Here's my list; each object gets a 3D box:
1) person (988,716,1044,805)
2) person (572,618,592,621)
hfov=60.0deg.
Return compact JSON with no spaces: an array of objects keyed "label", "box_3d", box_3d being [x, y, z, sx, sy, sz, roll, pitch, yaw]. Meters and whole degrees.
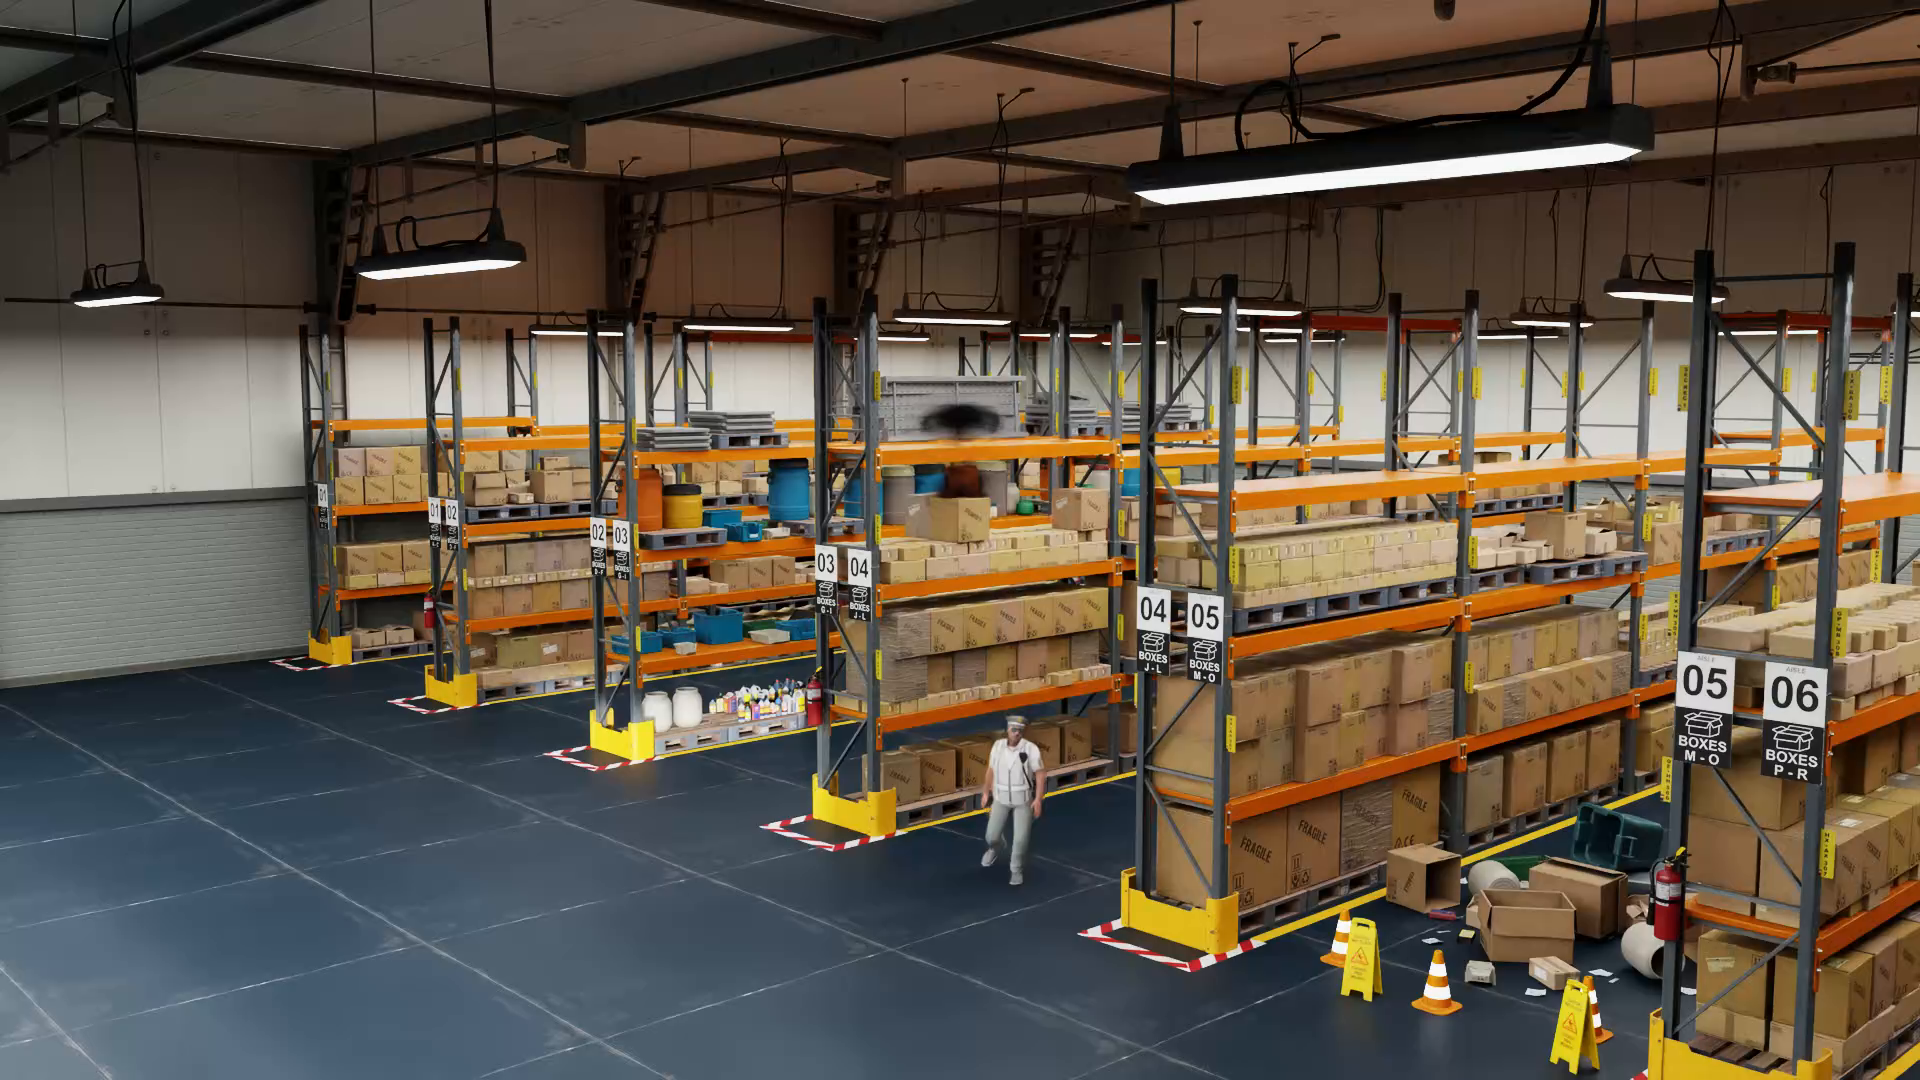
[{"label":"person","box_3d":[0.561,2.192,16.760,0.594,0.901,0.407,1,6,11]},{"label":"person","box_3d":[-6.890,1.155,30.733,0.695,1.618,0.680,4,7,37]}]
